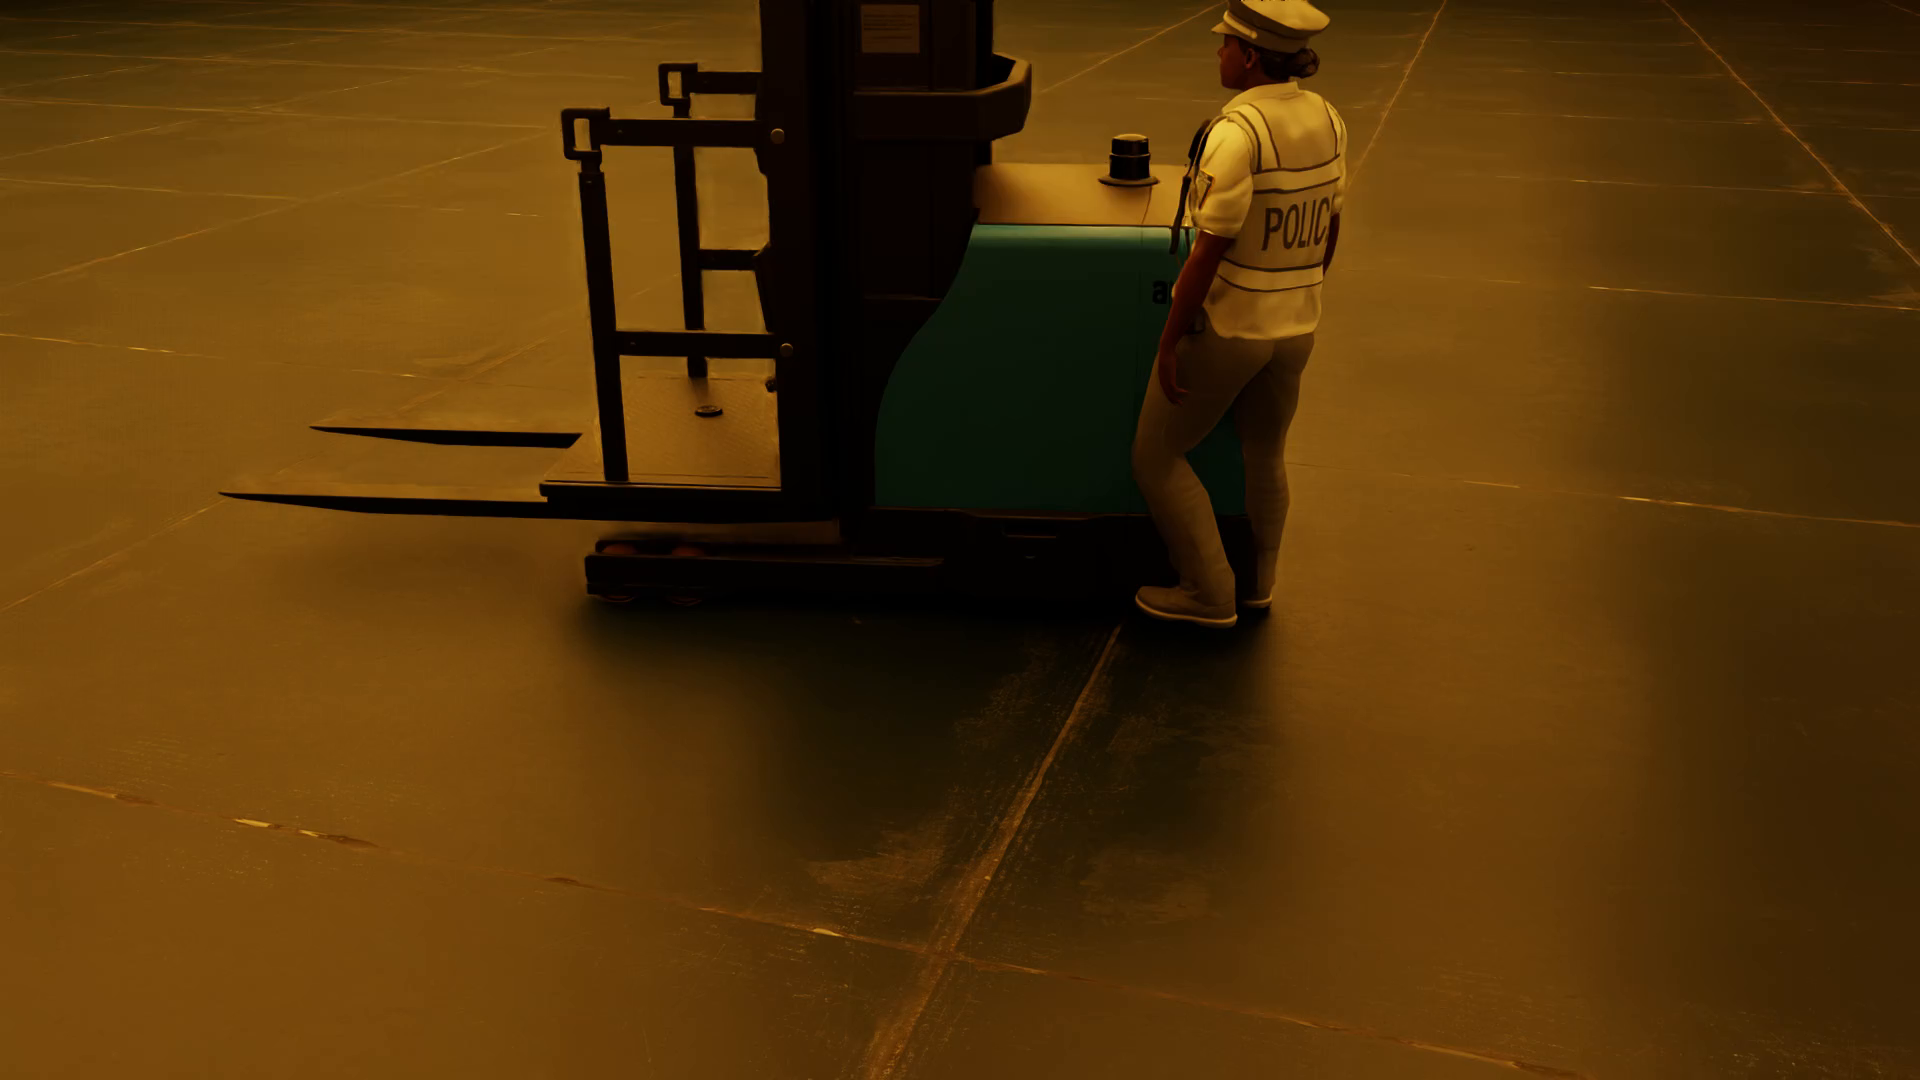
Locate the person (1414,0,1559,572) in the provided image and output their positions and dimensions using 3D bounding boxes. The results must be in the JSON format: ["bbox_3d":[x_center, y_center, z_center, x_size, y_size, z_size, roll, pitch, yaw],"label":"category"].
[{"bbox_3d":[1.537,-0.796,4.953,0.408,1.622,0.824,5,23,12],"label":"person"}]

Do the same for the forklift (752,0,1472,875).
[{"bbox_3d":[0.237,-1.126,4.008,1.130,2.935,3.031,-7,23,-16],"label":"forklift"}]
